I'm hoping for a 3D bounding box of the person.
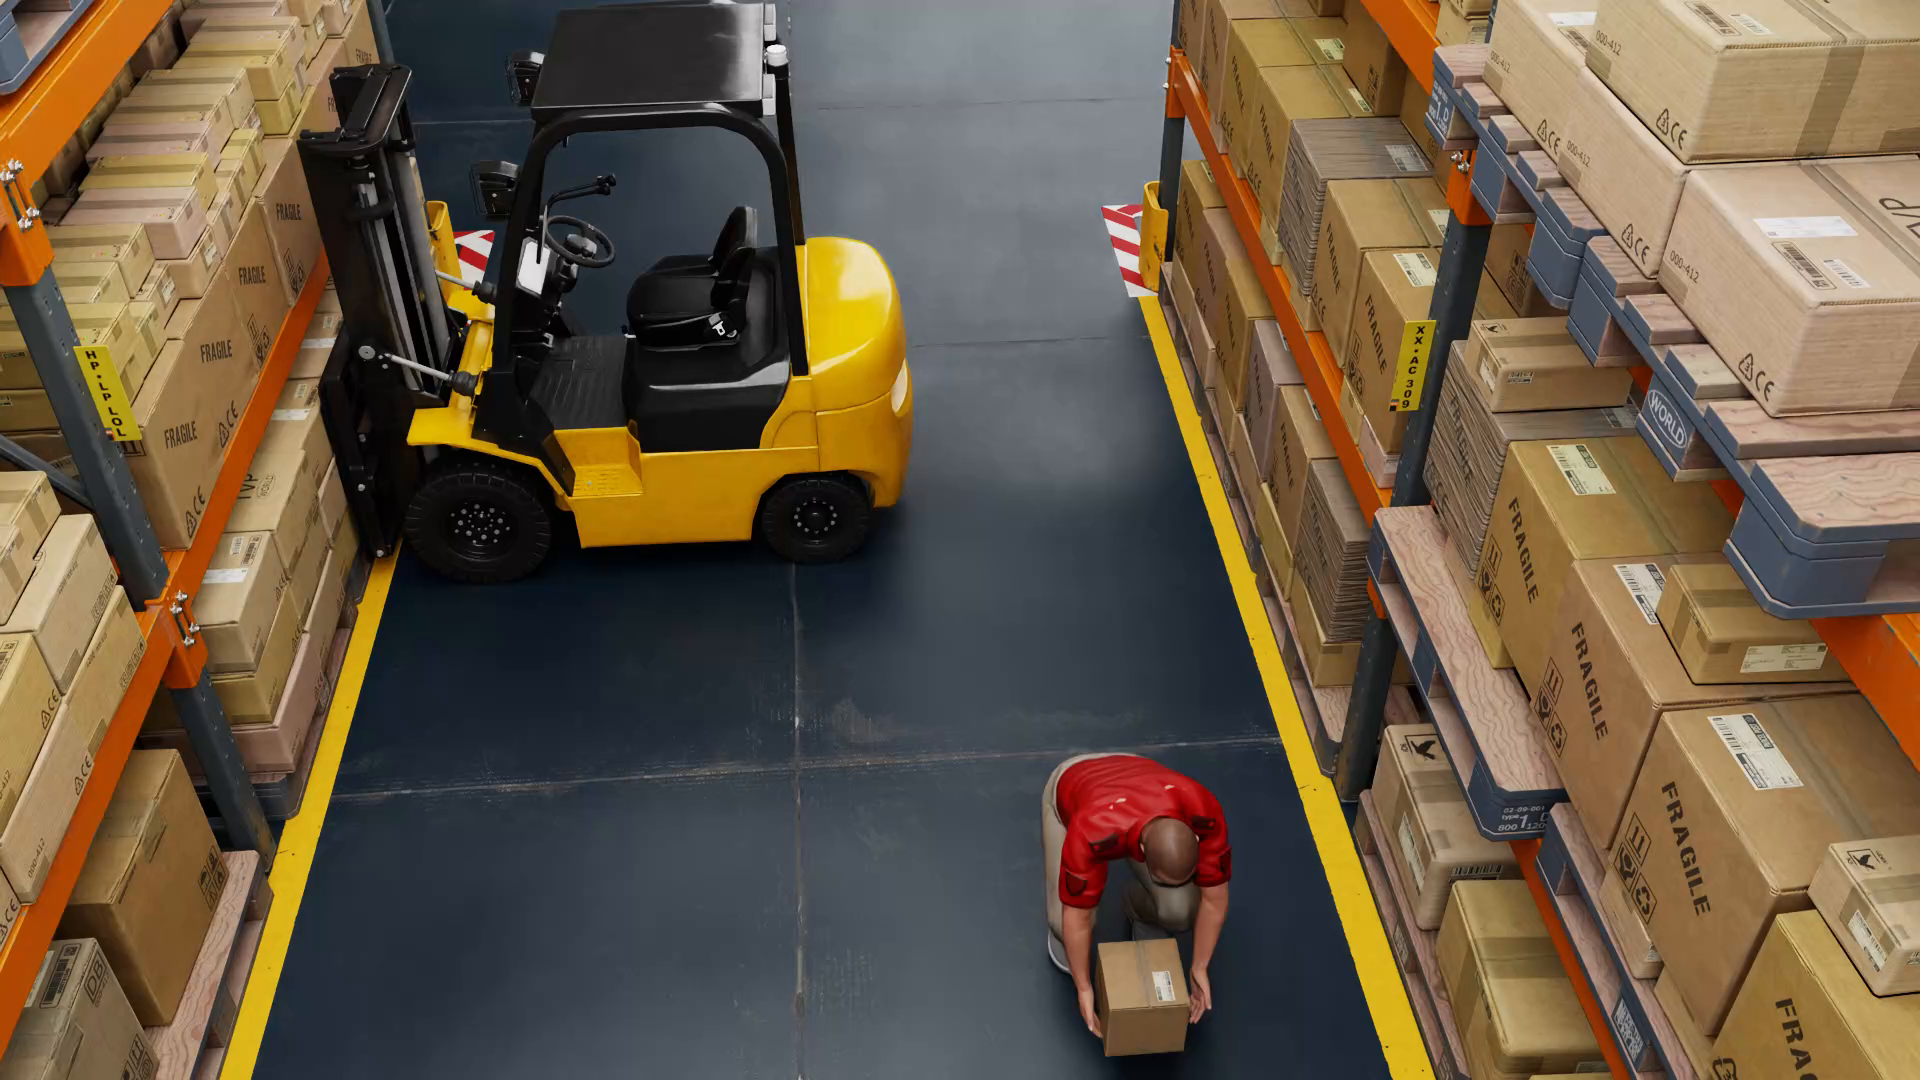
[{"bbox_3d":[0.558,1.060,5.414,0.570,1.028,0.871,-4,39,-5],"label":"person"}]
